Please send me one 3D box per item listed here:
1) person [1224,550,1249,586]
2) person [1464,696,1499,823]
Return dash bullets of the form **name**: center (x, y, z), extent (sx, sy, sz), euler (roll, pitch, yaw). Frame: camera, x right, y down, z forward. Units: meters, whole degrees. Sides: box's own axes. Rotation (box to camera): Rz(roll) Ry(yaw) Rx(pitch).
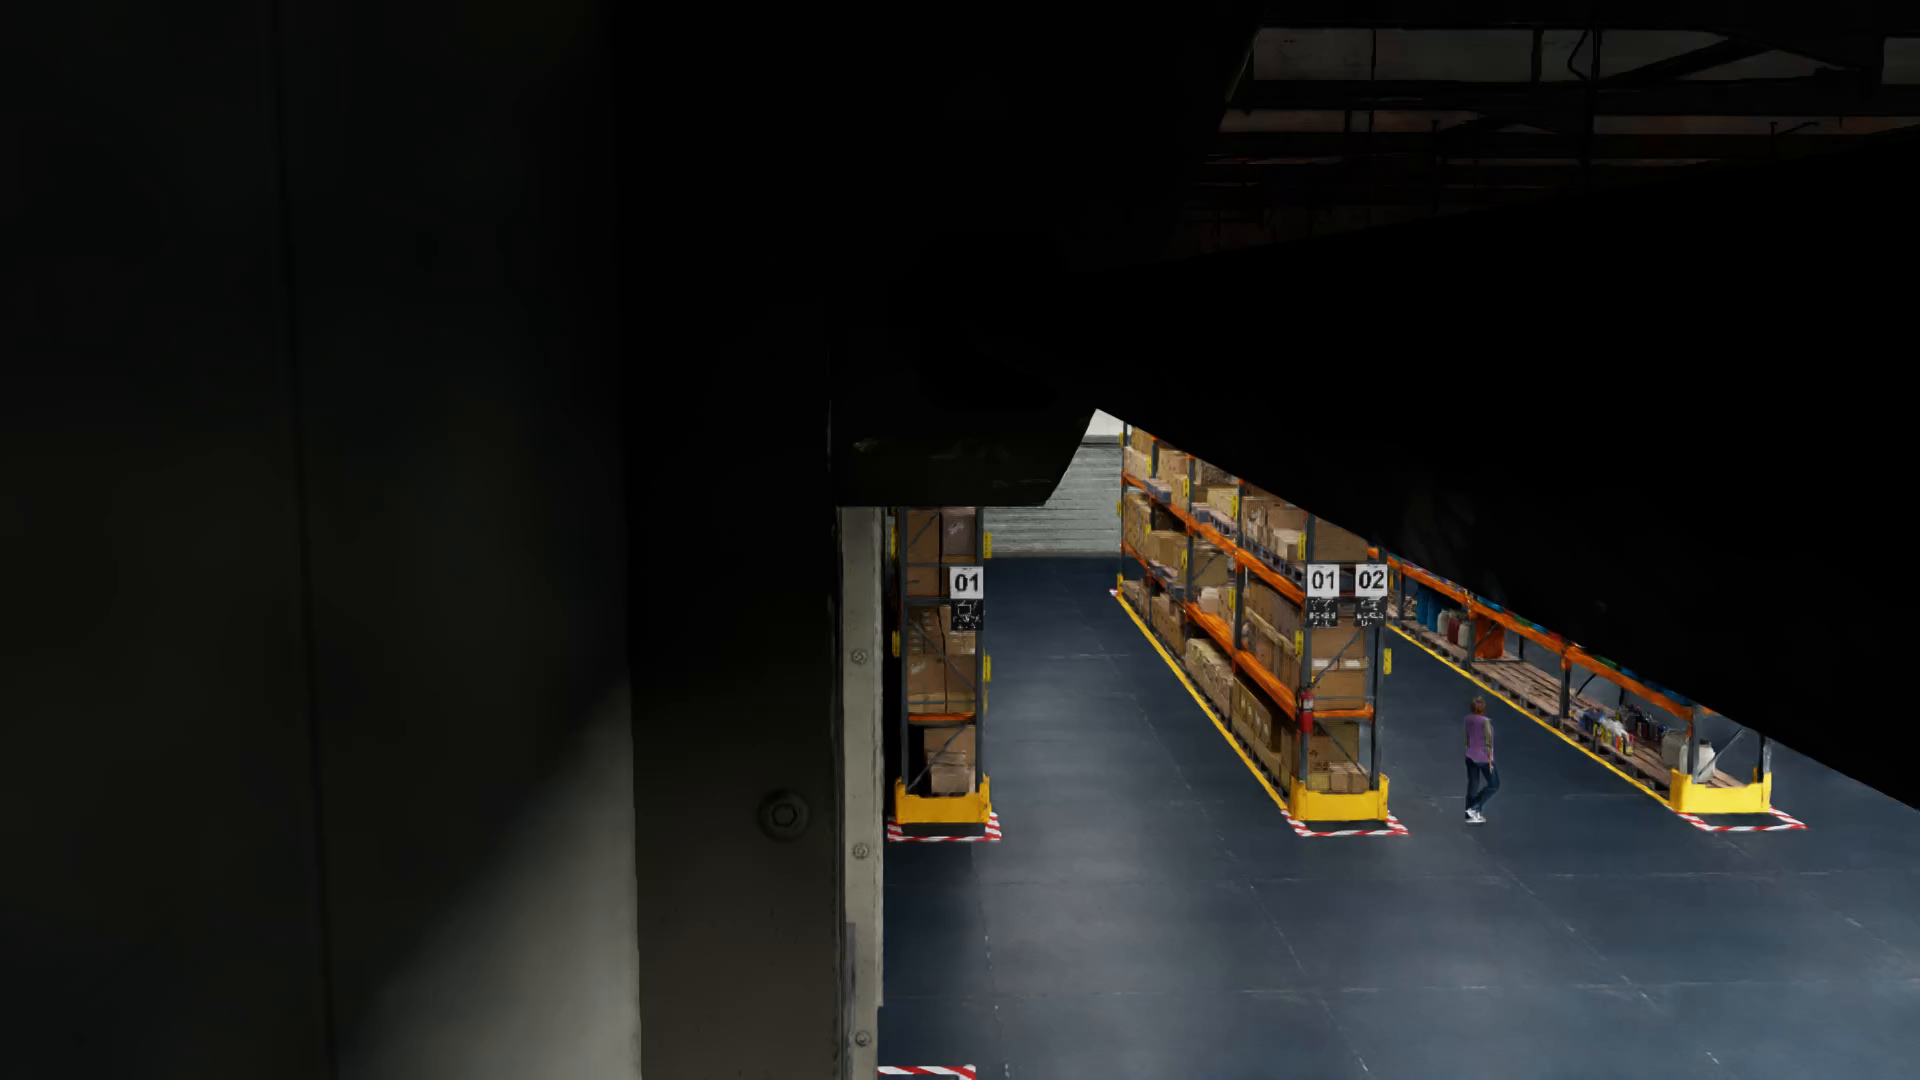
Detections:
- **person**: center (5.843, 0.562, 35.078), extent (0.577, 1.687, 1.121), euler (0, 8, 0)
- **person**: center (6.332, 2.699, 20.327), extent (0.407, 1.594, 0.455), euler (-5, 9, -31)
